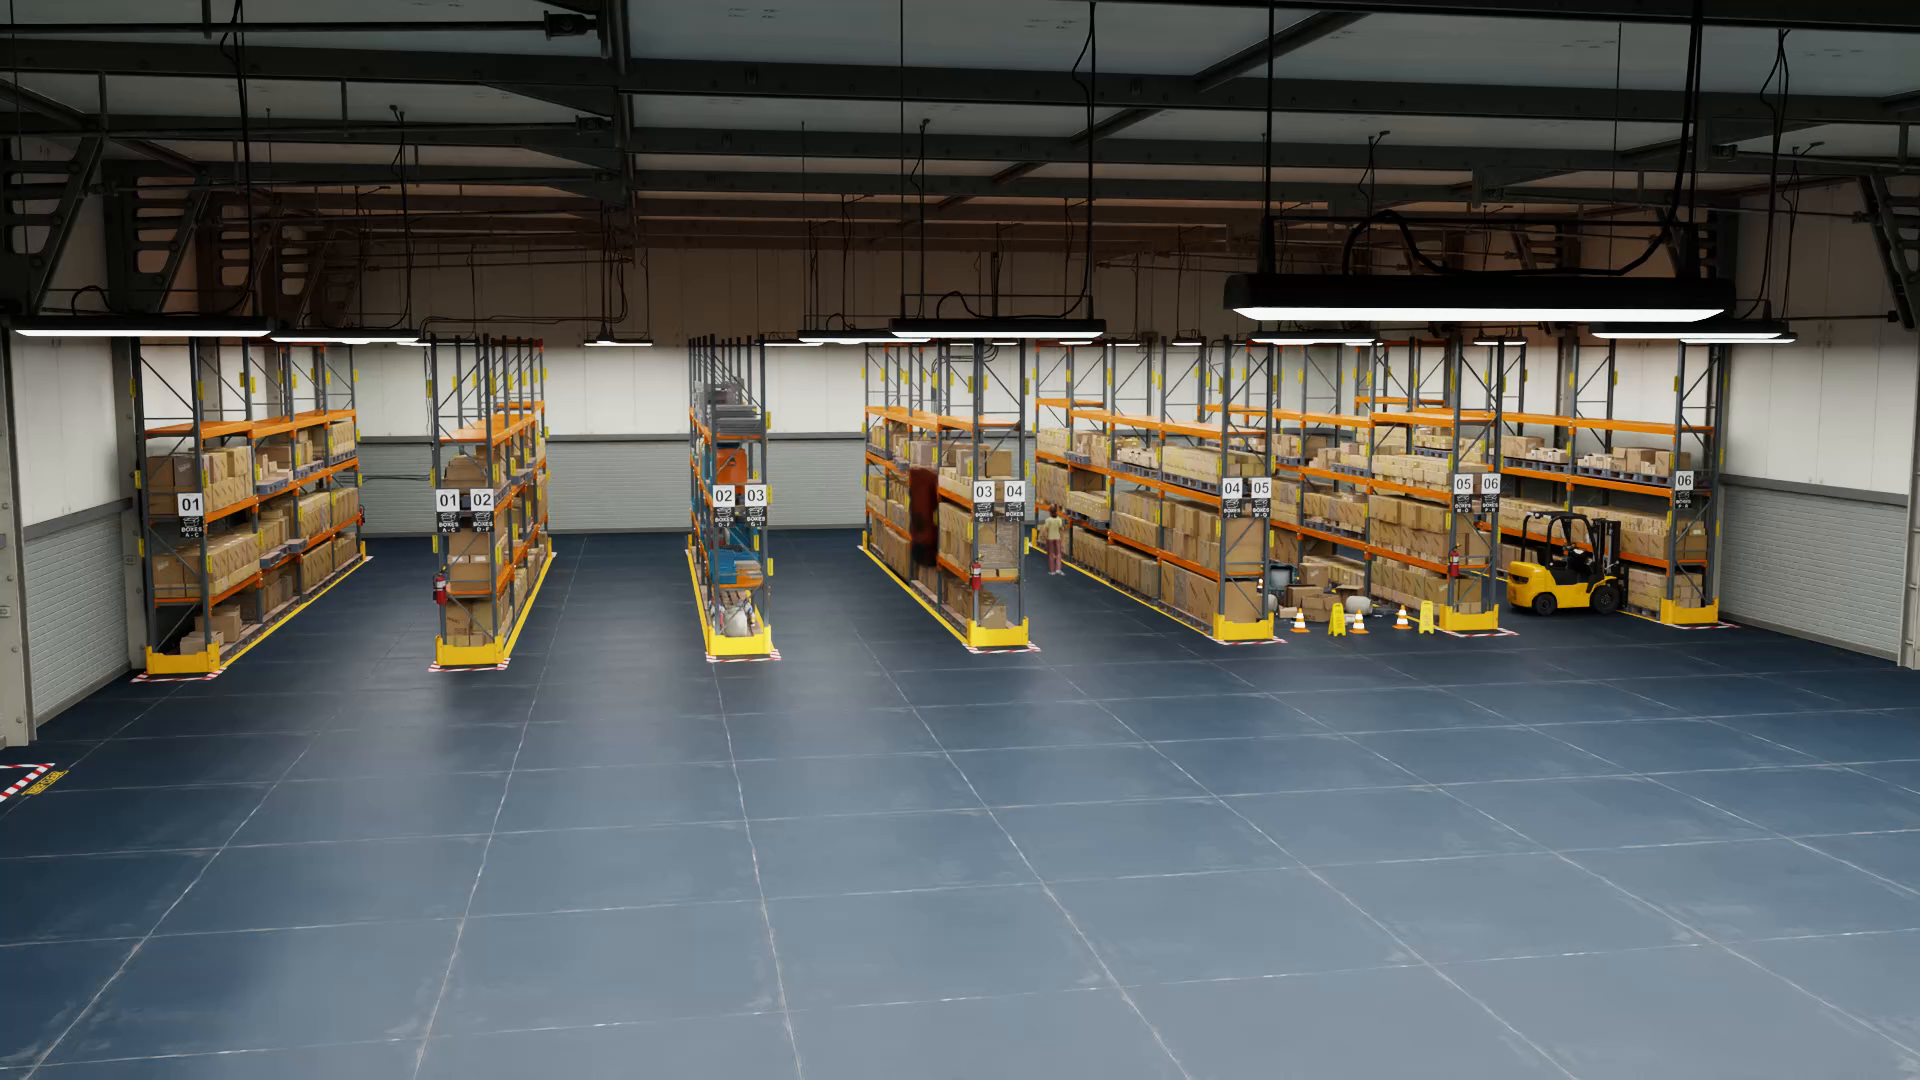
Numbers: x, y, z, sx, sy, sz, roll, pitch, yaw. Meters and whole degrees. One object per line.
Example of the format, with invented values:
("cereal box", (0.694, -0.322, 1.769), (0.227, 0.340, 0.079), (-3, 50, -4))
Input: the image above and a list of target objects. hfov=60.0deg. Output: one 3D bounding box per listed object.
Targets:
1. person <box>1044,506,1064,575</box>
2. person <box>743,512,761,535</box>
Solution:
("person", (2.262, 0.017, 40.036), (0.488, 1.670, 0.502), (-1, 7, -12))
("person", (-5.561, -0.272, 44.890), (0.606, 1.662, 1.113), (-3, 7, -27))
